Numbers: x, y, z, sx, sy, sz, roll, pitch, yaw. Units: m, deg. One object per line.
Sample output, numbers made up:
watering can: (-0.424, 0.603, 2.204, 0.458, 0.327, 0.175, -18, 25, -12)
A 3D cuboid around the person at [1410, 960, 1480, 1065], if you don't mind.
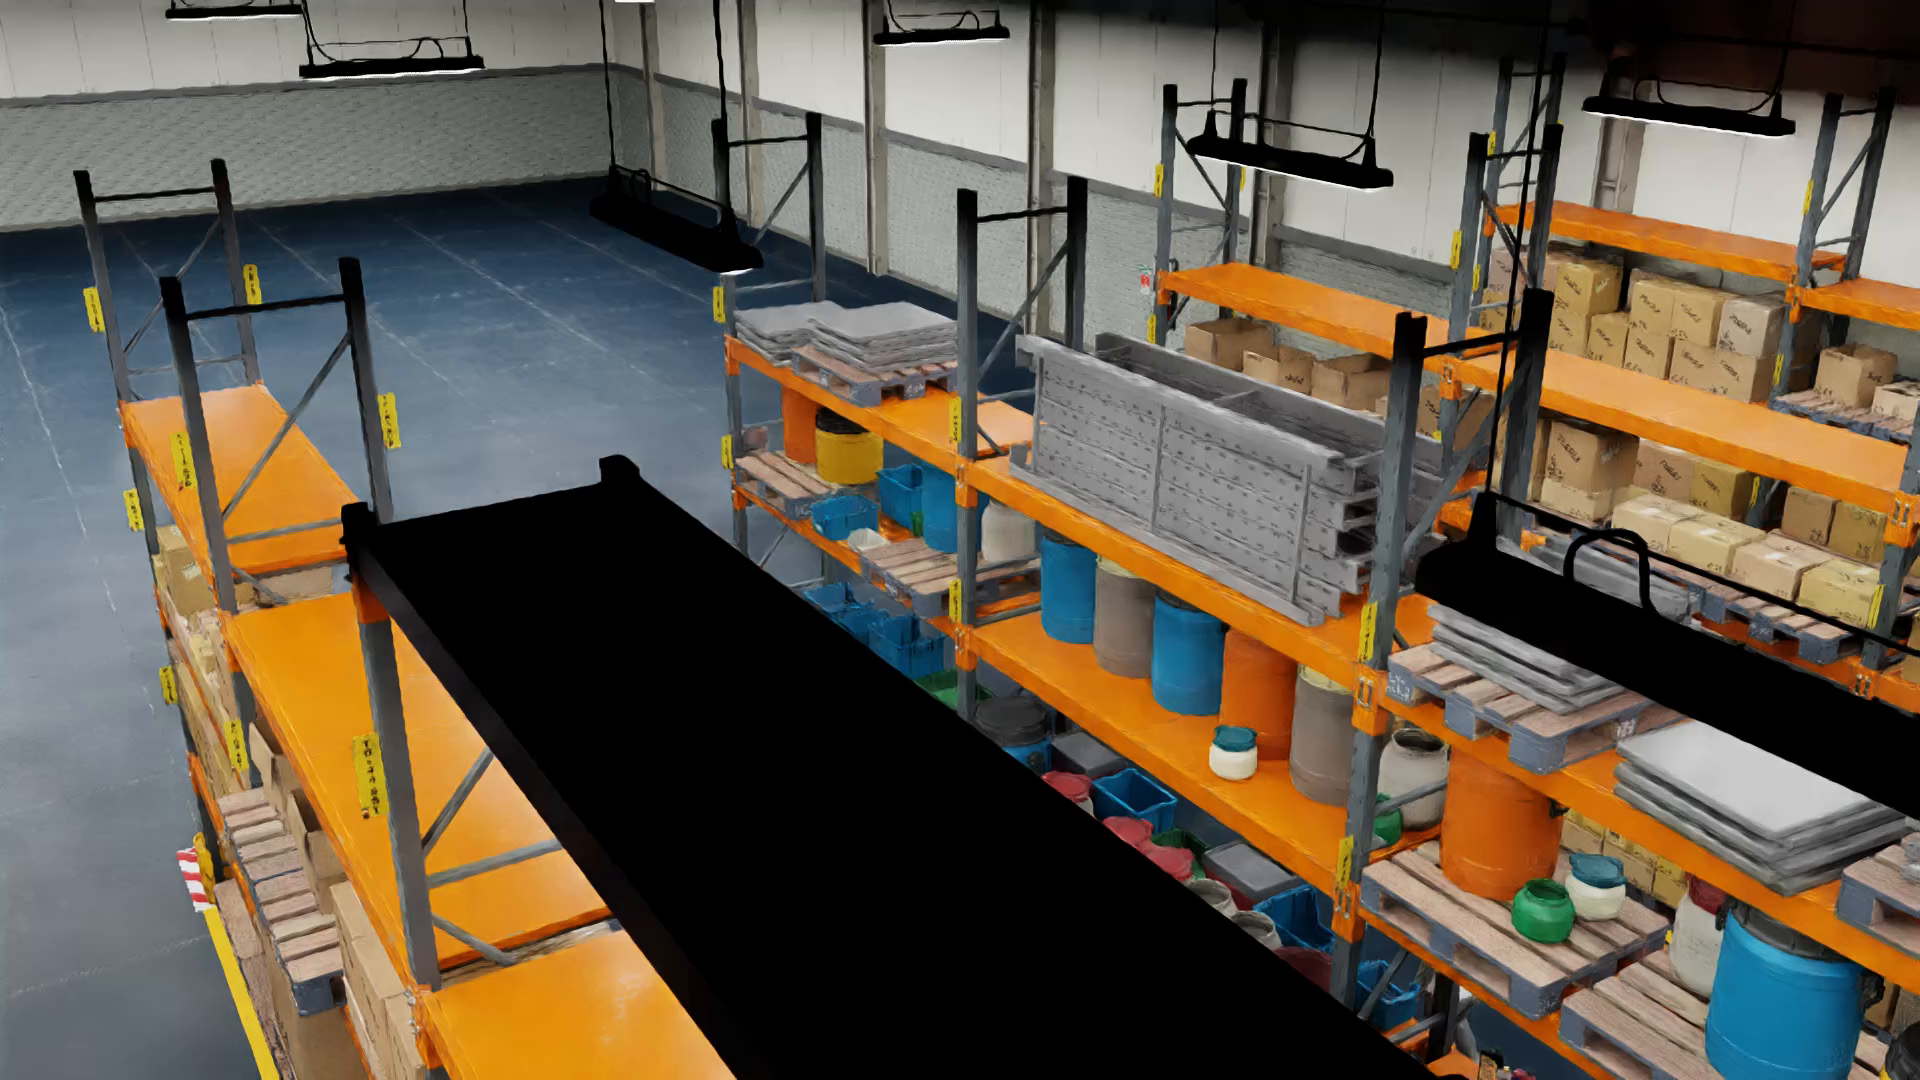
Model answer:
person: (3.399, 3.055, 11.483, 0.677, 1.726, 0.574, -14, 26, -31)
